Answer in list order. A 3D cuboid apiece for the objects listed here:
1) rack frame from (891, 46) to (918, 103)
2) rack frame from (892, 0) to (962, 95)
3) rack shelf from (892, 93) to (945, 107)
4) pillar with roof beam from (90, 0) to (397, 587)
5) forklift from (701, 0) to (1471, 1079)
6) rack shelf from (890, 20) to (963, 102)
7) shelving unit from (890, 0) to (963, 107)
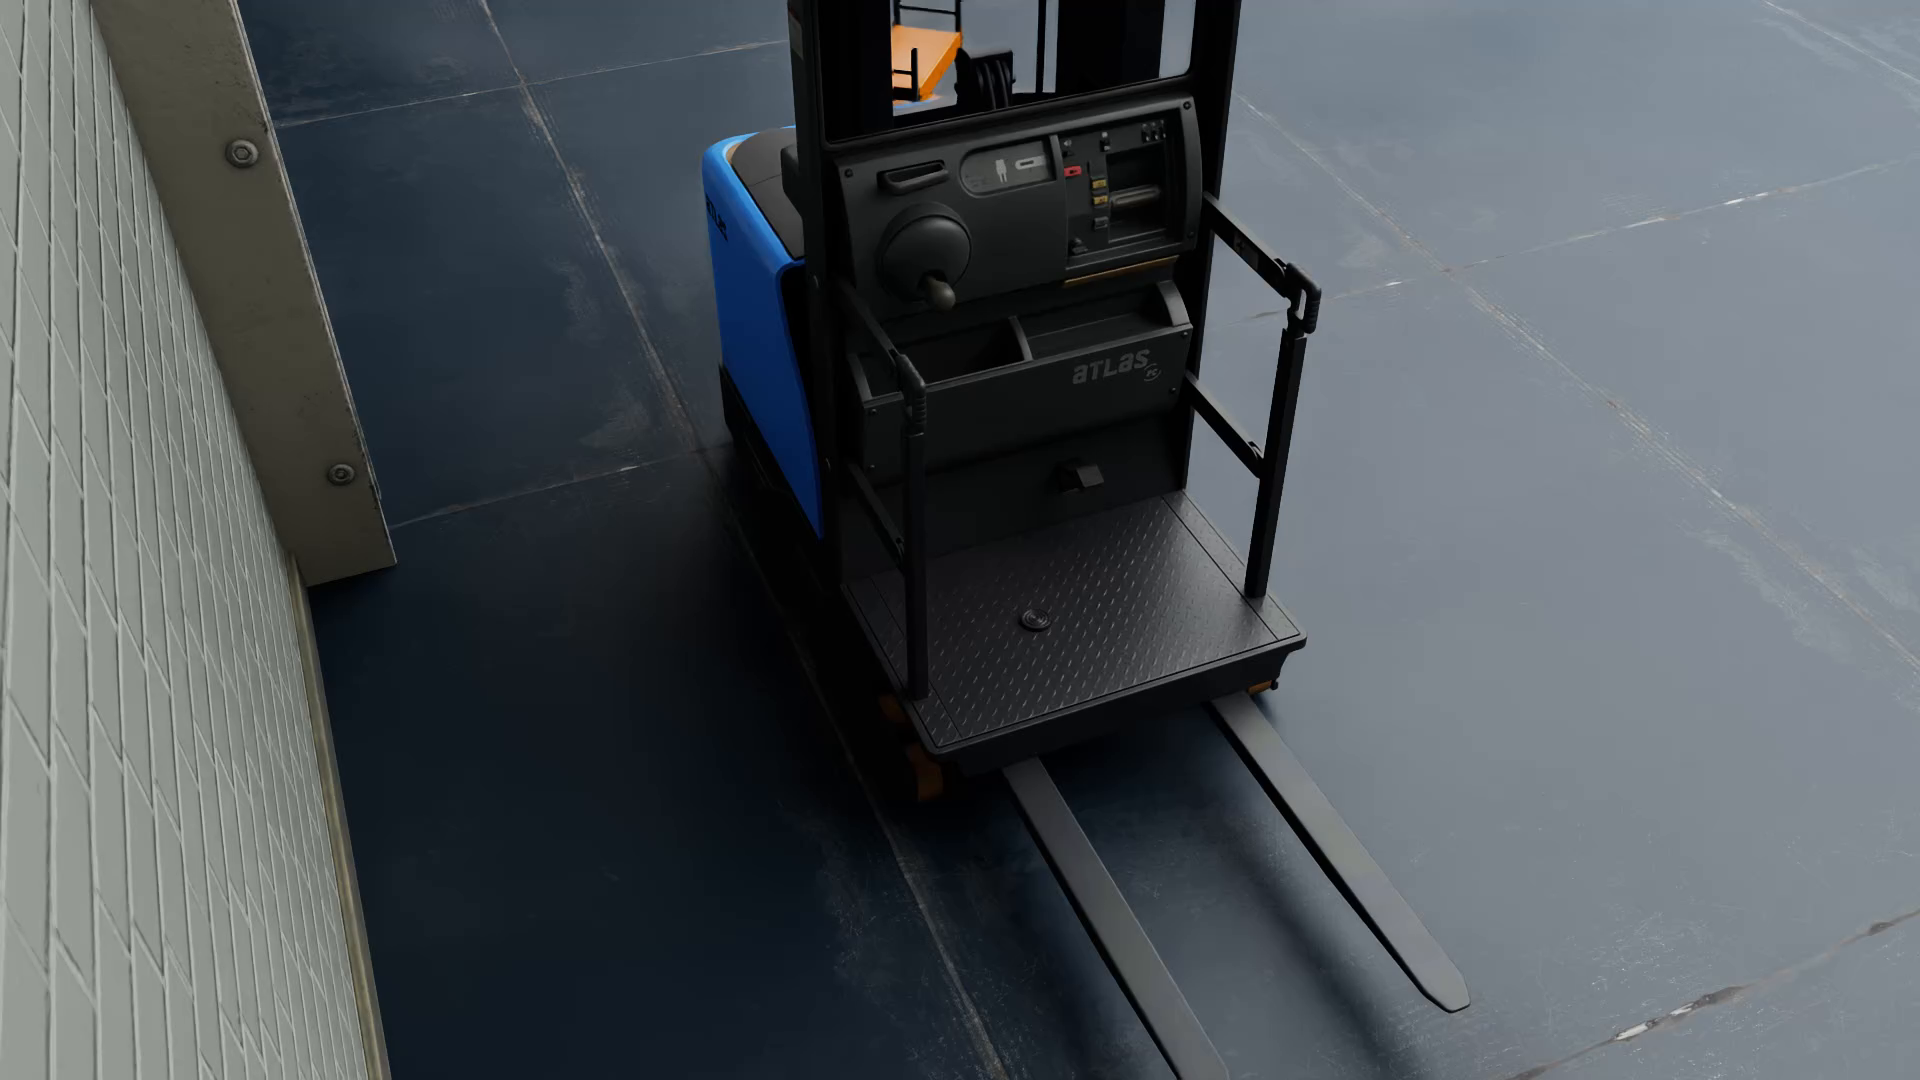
[{"bbox_3d":[-0.246,-1.099,5.600,0.240,1.200,0.015,10,41,13],"label":"rack frame"},{"bbox_3d":[-0.108,-1.401,5.957,0.240,1.200,0.015,10,41,13],"label":"rack frame"},{"bbox_3d":[-0.178,-1.369,5.678,0.258,0.148,0.480,10,41,13],"label":"rack shelf"},{"bbox_3d":[2.011,-4.492,3.572,9.100,9.000,0.400,-15,43,-17],"label":"pillar with roof beam"},{"bbox_3d":[0.245,-0.733,3.854,1.130,2.935,3.031,-15,43,-17],"label":"forklift"},{"bbox_3d":[-0.180,-1.550,5.525,0.258,0.148,0.480,10,41,13],"label":"rack shelf"},{"bbox_3d":[-0.177,-1.250,5.778,0.258,1.200,0.503,10,41,13],"label":"shelving unit"}]
